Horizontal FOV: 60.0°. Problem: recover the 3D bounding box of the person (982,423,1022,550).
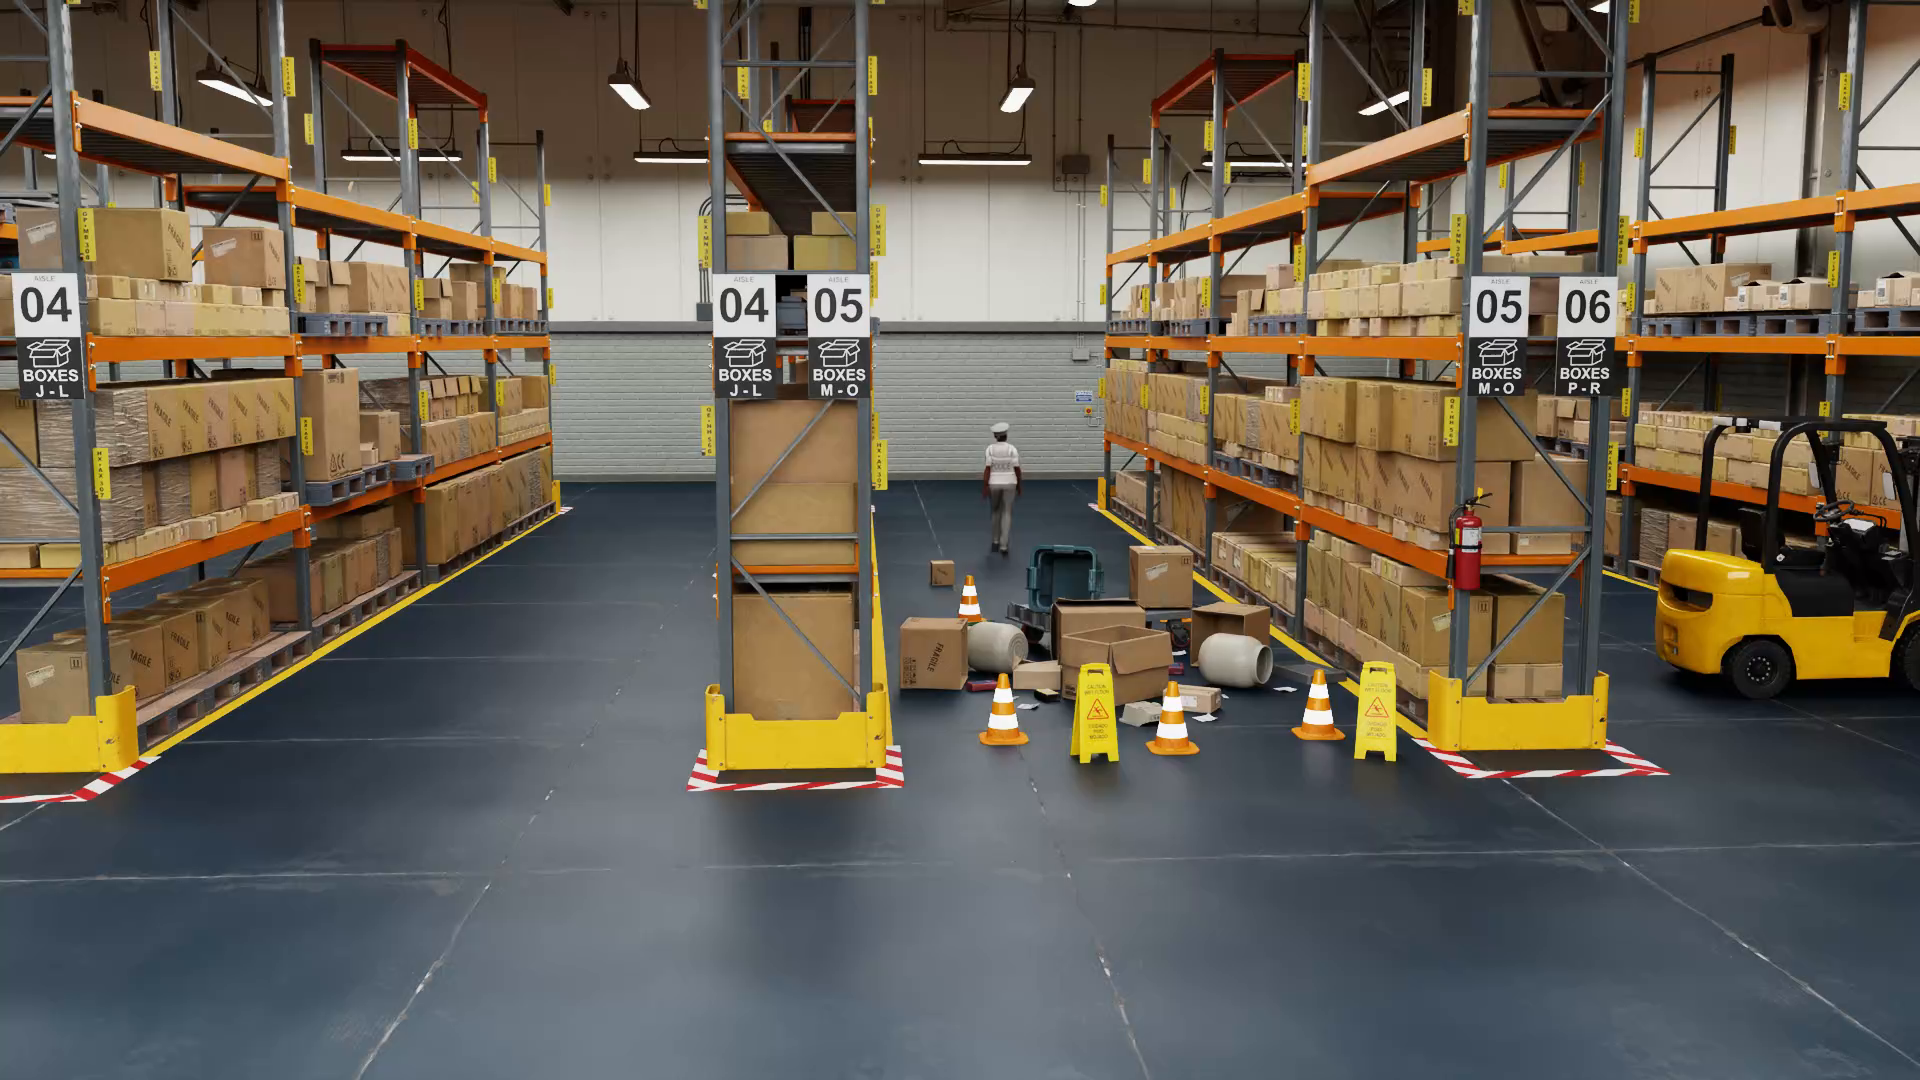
[{"bbox_3d":[0.568,-0.710,21.911,0.486,1.683,0.824,1,7,9],"label":"person"}]
